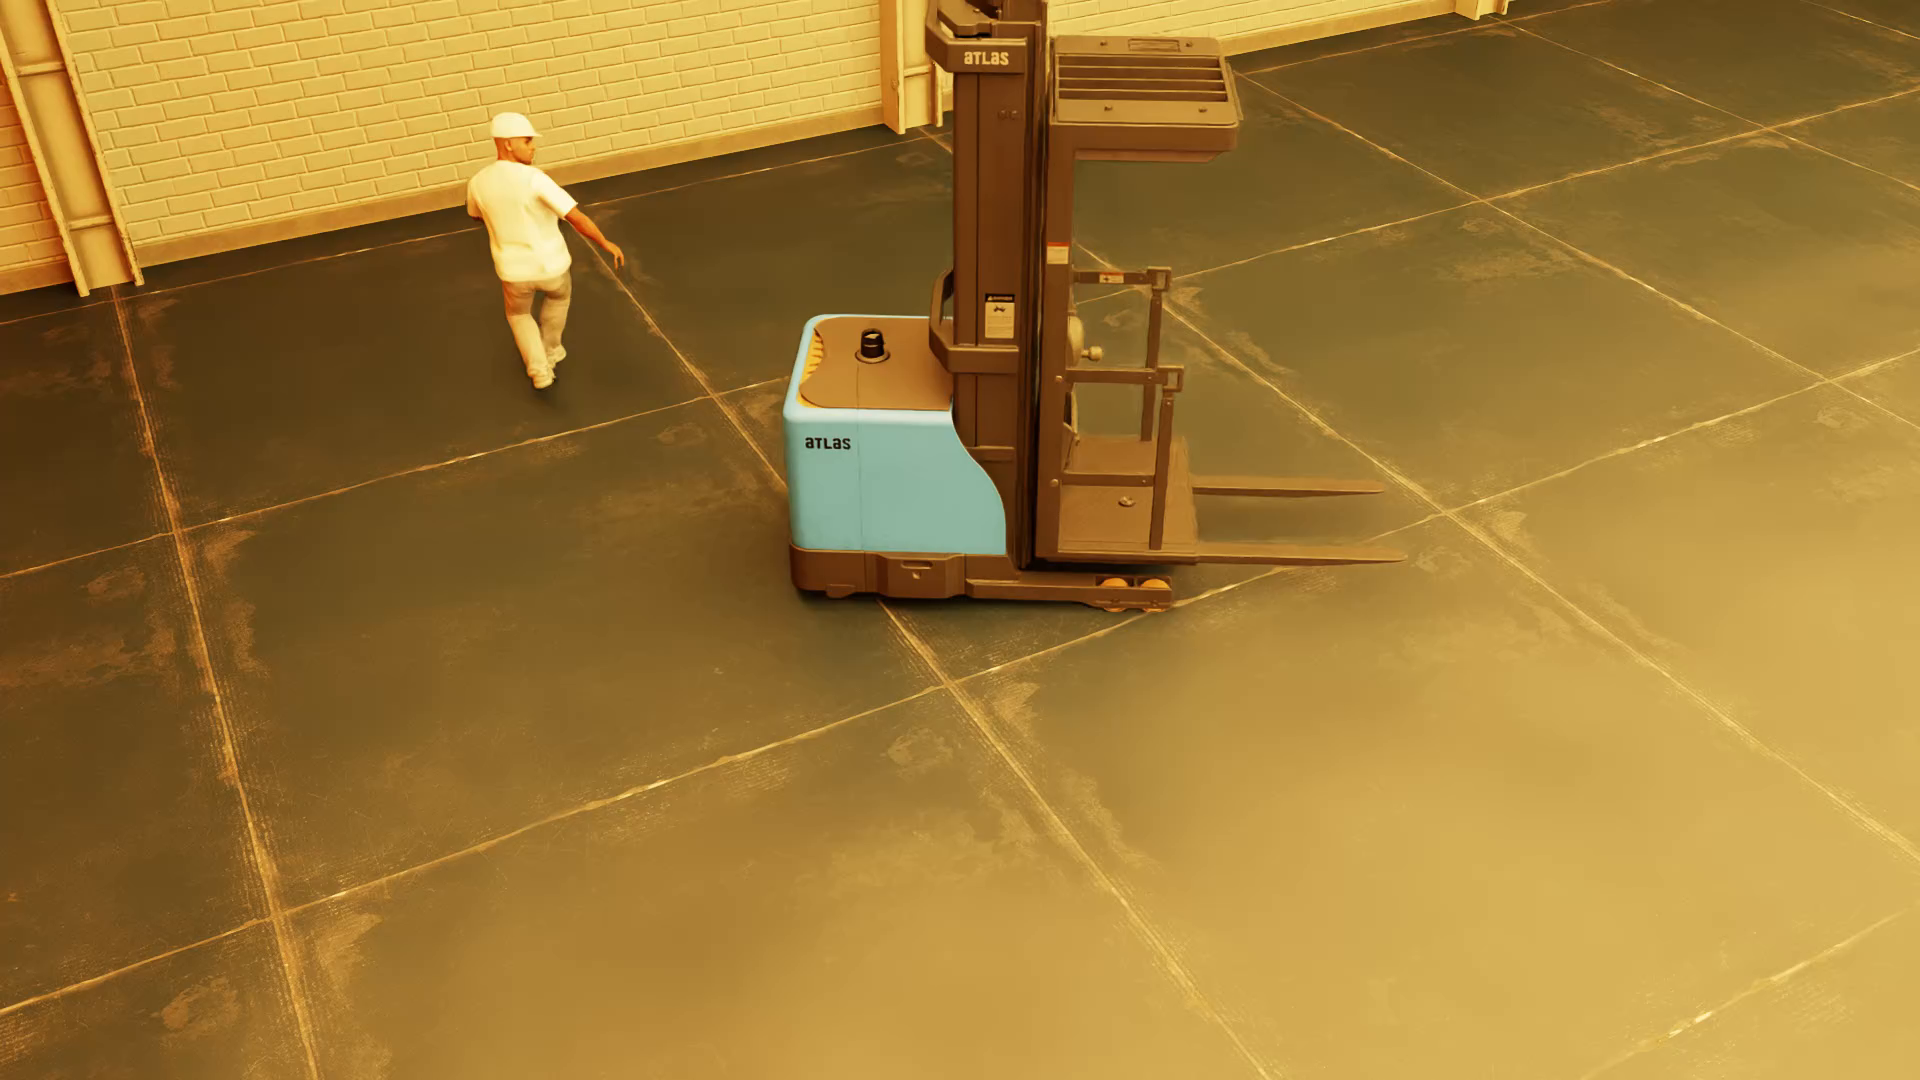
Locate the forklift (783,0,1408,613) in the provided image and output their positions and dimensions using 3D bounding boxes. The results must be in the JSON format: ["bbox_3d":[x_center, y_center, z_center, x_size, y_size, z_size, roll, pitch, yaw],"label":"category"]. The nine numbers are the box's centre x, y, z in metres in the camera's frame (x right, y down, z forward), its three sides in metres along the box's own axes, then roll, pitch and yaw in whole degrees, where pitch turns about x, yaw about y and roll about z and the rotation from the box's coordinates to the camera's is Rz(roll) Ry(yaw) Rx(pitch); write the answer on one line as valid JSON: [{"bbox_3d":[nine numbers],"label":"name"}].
[{"bbox_3d":[0.696,-1.154,7.756,3.031,2.935,1.130,2,35,2],"label":"forklift"}]

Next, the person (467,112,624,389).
[{"bbox_3d":[-2.385,-1.694,9.656,0.928,1.625,0.855,1,35,2],"label":"person"}]
